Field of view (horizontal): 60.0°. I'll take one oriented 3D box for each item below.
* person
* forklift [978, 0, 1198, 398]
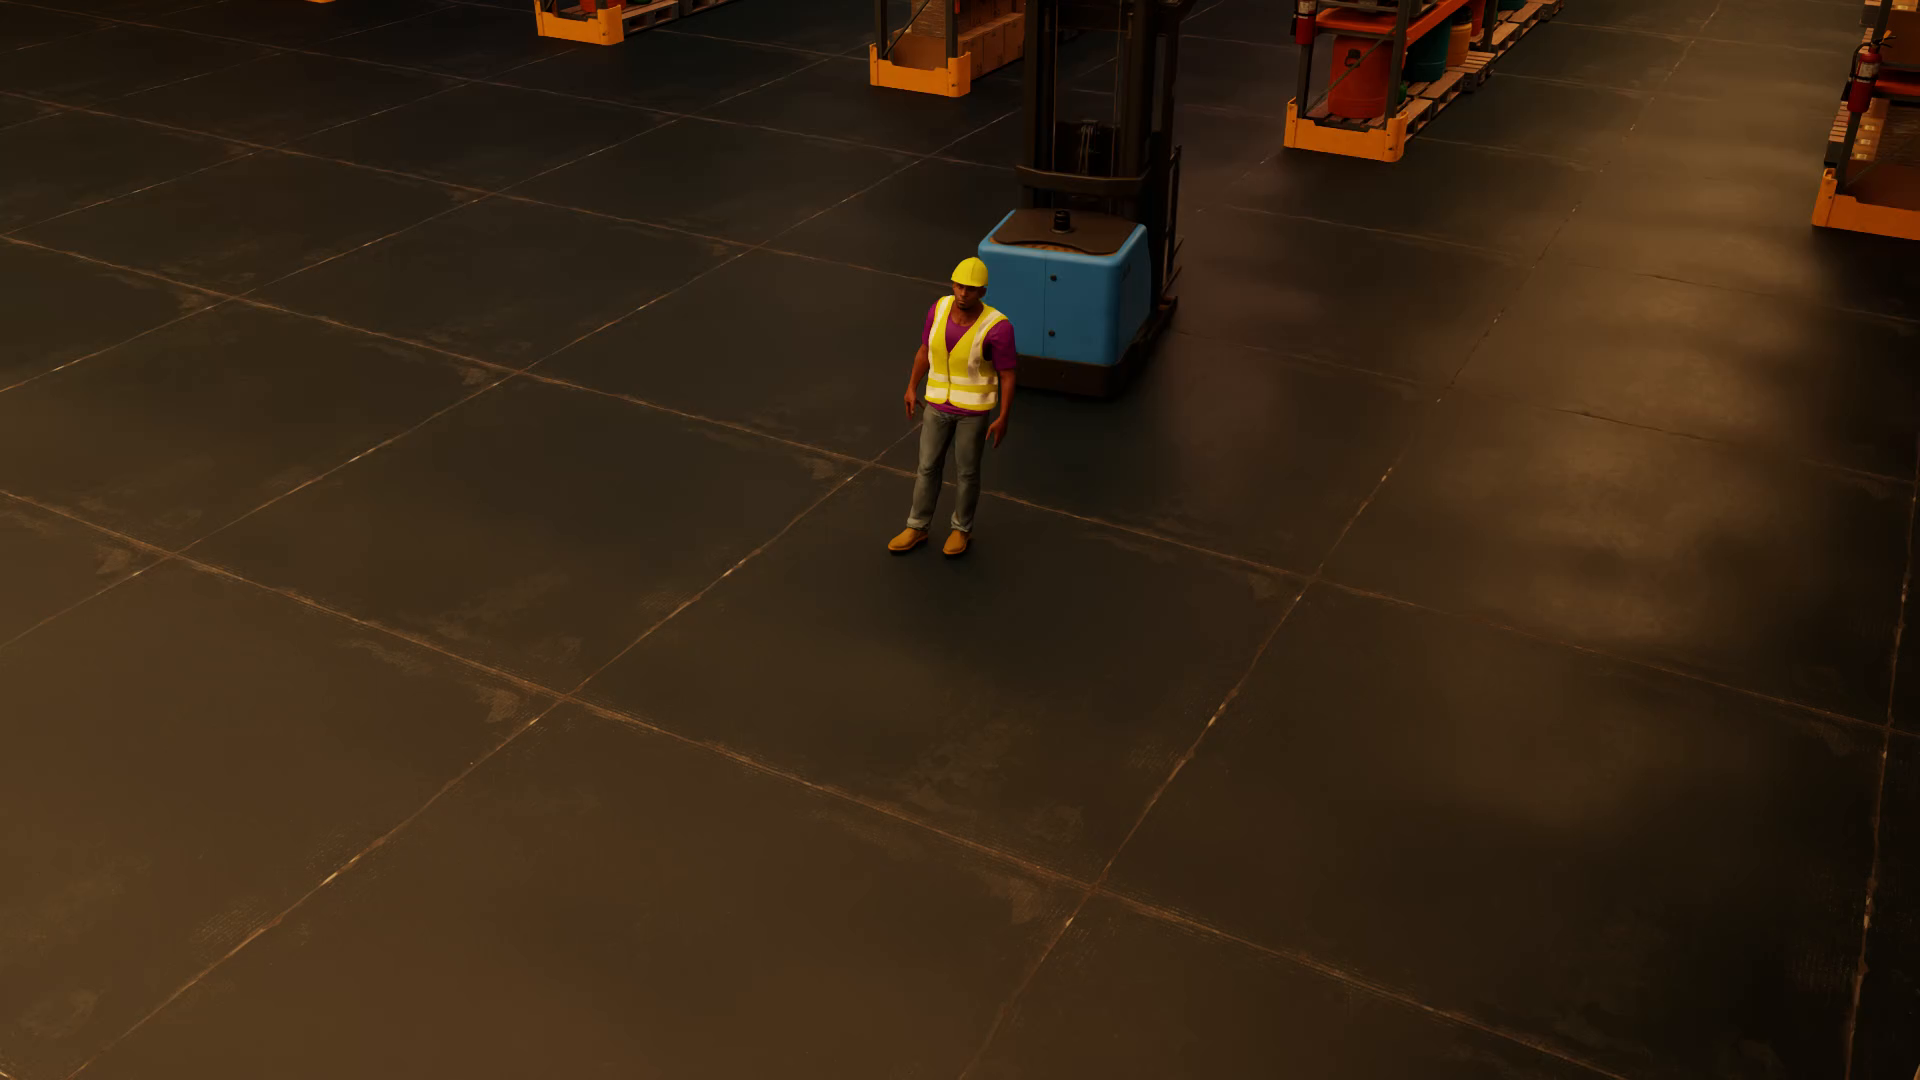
[{"bbox_3d":[-0.039,-0.743,9.508,0.665,1.765,0.577,15,33,25],"label":"person"},{"bbox_3d":[1.070,-2.984,12.240,1.130,2.935,3.031,10,31,16],"label":"forklift"}]
